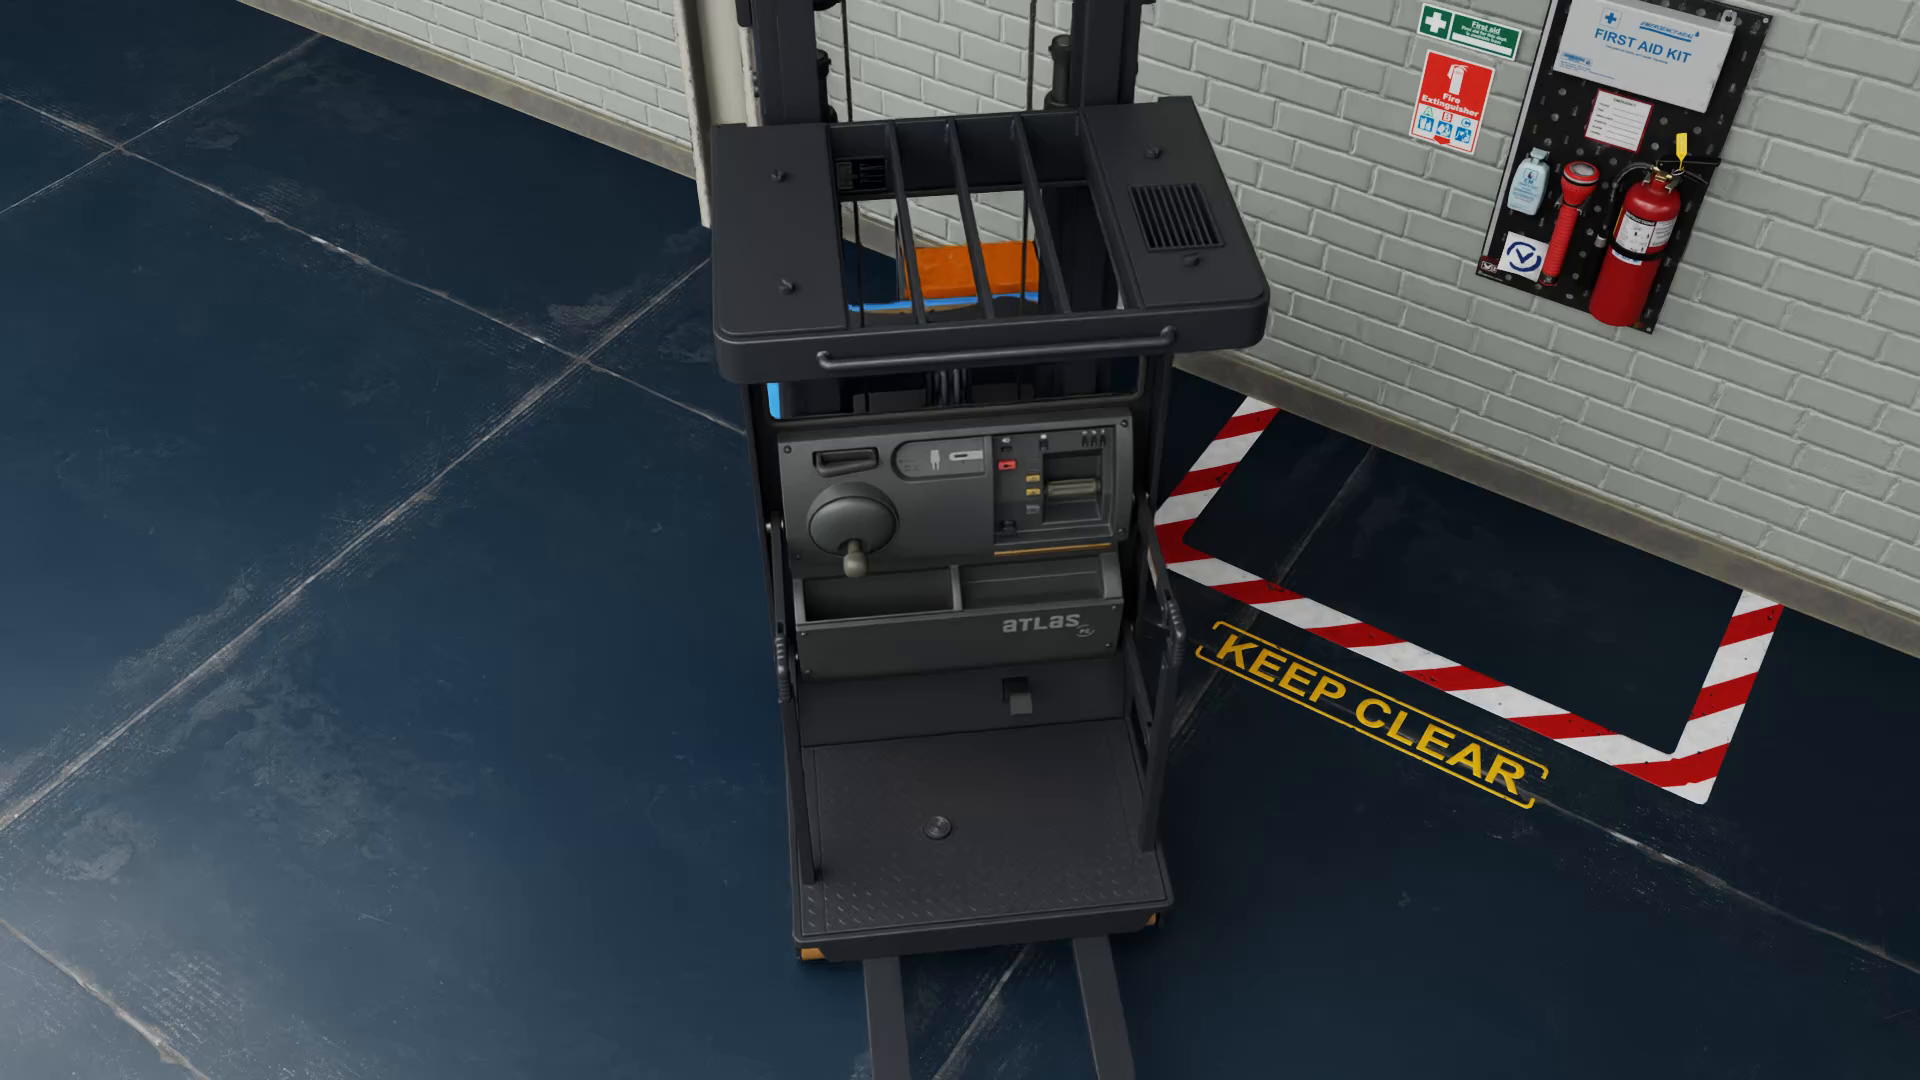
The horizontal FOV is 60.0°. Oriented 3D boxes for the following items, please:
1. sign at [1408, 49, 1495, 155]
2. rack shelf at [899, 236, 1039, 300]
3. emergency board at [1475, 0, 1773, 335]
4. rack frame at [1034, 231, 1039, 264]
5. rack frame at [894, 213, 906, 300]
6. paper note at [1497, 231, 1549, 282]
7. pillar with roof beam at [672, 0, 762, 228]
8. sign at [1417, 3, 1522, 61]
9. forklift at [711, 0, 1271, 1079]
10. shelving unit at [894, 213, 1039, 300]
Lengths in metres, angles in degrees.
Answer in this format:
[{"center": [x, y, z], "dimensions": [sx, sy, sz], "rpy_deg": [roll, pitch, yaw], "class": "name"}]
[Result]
[{"center": [1.638, -1.460, 5.552], "dimensions": [0.234, 0.329, 0.001], "rpy_deg": [25, 51, 22], "class": "sign"}, {"center": [0.038, -0.901, 5.741], "dimensions": [0.480, 0.148, 0.258], "rpy_deg": [-5, 46, -5], "class": "rack shelf"}, {"center": [2.048, -1.171, 5.296], "dimensions": [0.643, 1.169, 0.194], "rpy_deg": [25, 51, 22], "class": "emergency board"}, {"center": [0.281, -0.647, 6.041], "dimensions": [0.015, 1.200, 0.240], "rpy_deg": [-5, 46, -5], "class": "rack frame"}, {"center": [-0.204, -0.607, 6.002], "dimensions": [0.015, 1.200, 0.240], "rpy_deg": [-5, 46, -5], "class": "rack frame"}, {"center": [1.936, -0.974, 5.719], "dimensions": [0.142, 0.148, 0.016], "rpy_deg": [25, 51, 22], "class": "paper note"}, {"center": [-3.267, -2.006, 1.924], "dimensions": [0.400, 9.000, 9.100], "rpy_deg": [25, 51, 22], "class": "pillar with roof beam"}, {"center": [1.637, -1.637, 5.355], "dimensions": [0.331, 0.109, 0.001], "rpy_deg": [25, 51, 22], "class": "sign"}, {"center": [0.022, -0.027, 4.233], "dimensions": [1.130, 2.935, 3.031], "rpy_deg": [-5, 46, -5], "class": "forklift"}, {"center": [0.038, -0.627, 6.022], "dimensions": [0.503, 1.200, 0.258], "rpy_deg": [-5, 46, -5], "class": "shelving unit"}]
